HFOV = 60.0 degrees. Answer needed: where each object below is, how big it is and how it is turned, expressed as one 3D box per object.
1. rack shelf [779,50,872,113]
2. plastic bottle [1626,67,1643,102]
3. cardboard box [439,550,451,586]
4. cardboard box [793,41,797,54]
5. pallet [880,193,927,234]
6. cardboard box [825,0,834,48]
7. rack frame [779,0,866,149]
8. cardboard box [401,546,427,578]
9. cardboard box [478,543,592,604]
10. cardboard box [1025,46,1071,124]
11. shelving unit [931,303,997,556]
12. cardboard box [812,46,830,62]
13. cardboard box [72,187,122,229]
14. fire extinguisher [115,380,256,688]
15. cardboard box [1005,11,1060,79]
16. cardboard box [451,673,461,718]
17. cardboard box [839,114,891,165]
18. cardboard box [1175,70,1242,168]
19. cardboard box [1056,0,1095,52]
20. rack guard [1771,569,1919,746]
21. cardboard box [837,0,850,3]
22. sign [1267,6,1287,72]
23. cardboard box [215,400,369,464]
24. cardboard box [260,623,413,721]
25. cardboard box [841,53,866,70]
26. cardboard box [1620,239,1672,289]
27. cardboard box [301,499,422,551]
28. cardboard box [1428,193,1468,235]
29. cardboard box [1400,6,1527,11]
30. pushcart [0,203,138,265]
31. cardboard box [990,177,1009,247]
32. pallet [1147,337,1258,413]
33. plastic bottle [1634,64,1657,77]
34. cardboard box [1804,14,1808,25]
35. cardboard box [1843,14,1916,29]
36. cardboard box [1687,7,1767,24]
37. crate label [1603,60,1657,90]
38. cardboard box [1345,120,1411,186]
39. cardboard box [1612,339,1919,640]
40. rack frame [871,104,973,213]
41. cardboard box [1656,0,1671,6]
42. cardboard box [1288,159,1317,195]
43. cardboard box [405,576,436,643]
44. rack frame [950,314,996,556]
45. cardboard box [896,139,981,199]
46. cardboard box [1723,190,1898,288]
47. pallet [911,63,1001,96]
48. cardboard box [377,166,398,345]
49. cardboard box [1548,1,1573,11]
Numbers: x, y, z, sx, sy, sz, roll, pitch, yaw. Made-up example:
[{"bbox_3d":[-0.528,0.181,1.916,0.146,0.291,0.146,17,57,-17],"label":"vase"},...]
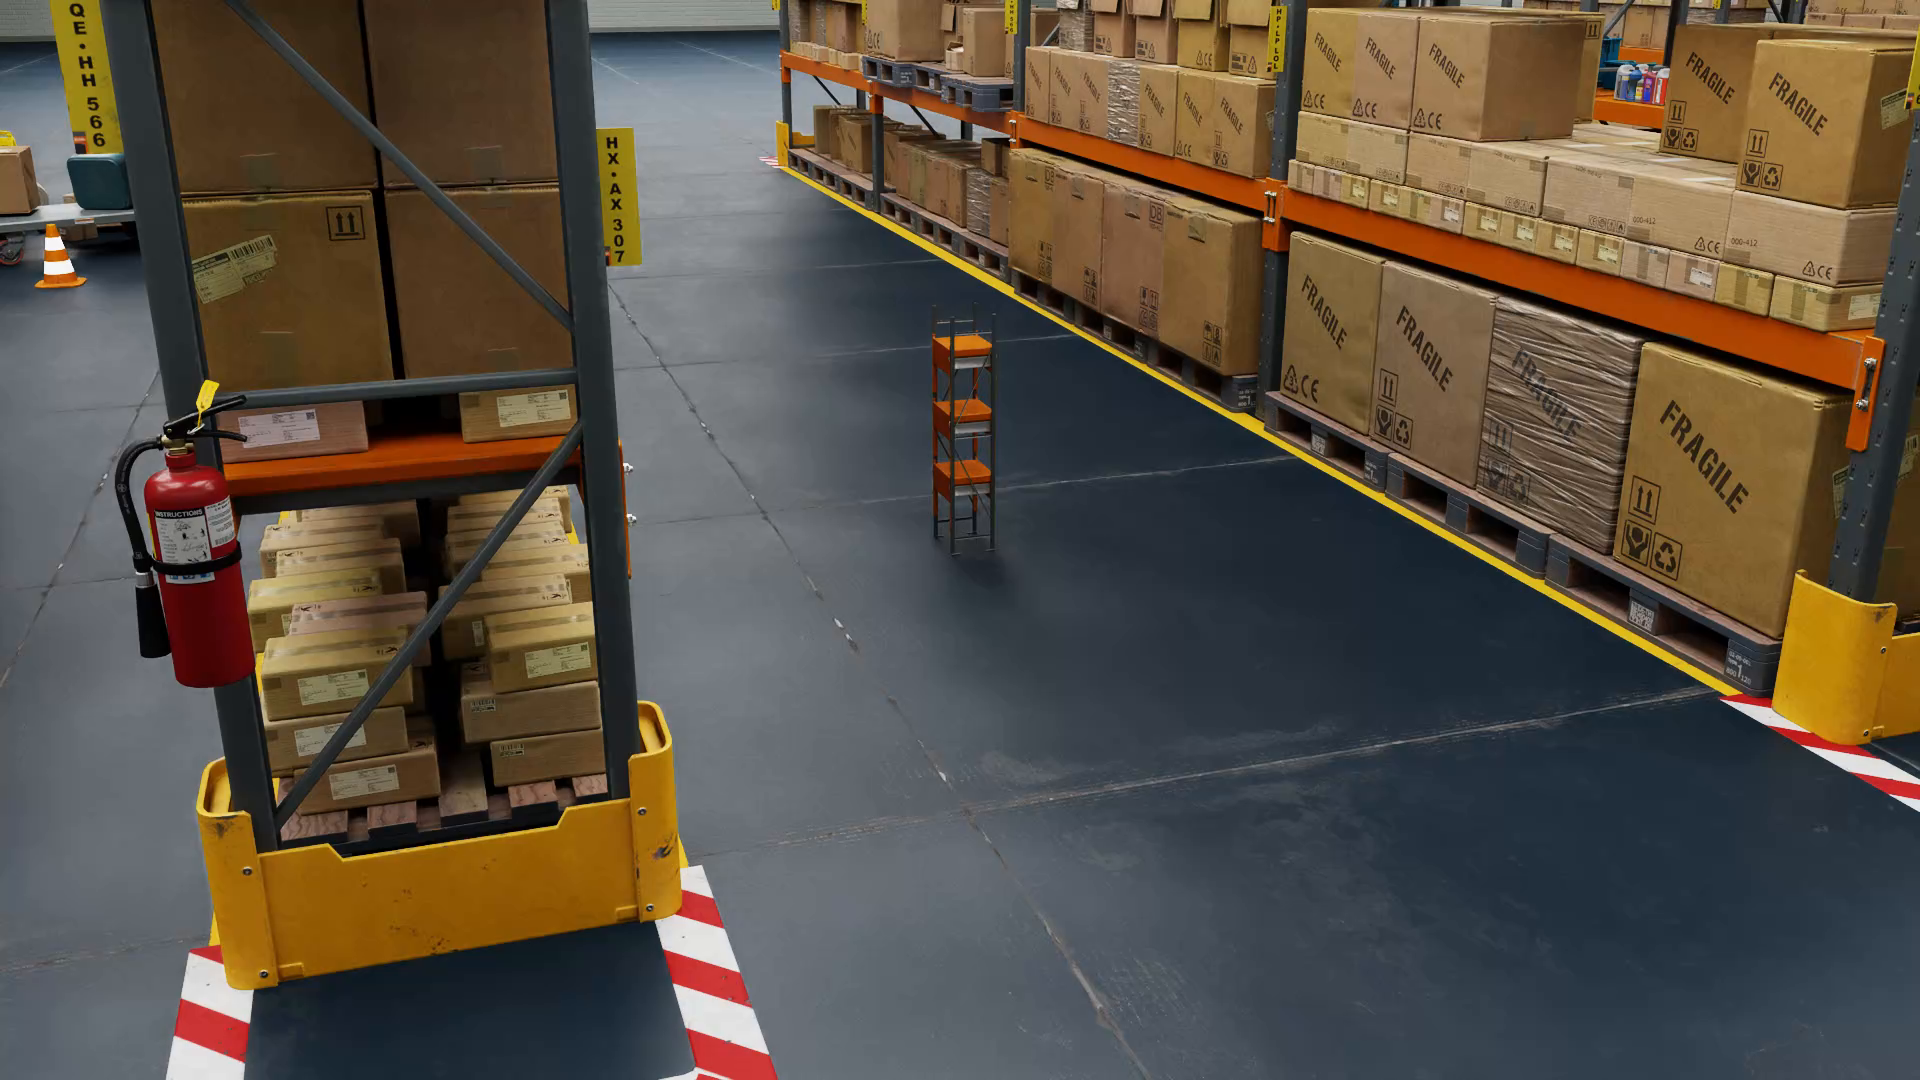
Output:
[{"bbox_3d":[-0.996,-5.002,17.969,1.077,0.370,4.000,-6,21,-17],"label":"rack shelf"},{"bbox_3d":[5.431,-3.667,13.380,0.097,0.271,0.097,0,20,0],"label":"plastic bottle"},{"bbox_3d":[-1.602,0.123,5.792,0.380,0.149,0.250,-7,21,-20],"label":"cardboard box"},{"bbox_3d":[-1.701,-5.665,19.123,0.380,0.149,0.250,-6,21,-17],"label":"cardboard box"},{"bbox_3d":[-0.122,-3.137,15.837,1.003,0.211,1.213,-6,21,-17],"label":"pallet"},{"bbox_3d":[-0.945,-5.516,17.747,0.875,0.500,0.500,-6,21,-17],"label":"cardboard box"},{"bbox_3d":[-1.625,-5.982,19.635,1.000,3.000,0.127,-6,21,-17],"label":"rack frame"},{"bbox_3d":[-2.183,0.146,6.168,0.380,0.149,0.250,-6,21,-16],"label":"cardboard box"},{"bbox_3d":[-1.337,0.136,5.315,0.380,0.149,0.250,-6,21,-17],"label":"cardboard box"},{"bbox_3d":[0.784,-3.277,11.955,0.500,0.500,0.500,-6,21,-16],"label":"cardboard box"},{"bbox_3d":[0.017,-0.477,7.191,0.215,1.050,0.252,-6,21,-17],"label":"shelving unit"},{"bbox_3d":[-1.382,-5.256,17.983,0.380,0.149,0.250,-6,21,-17],"label":"cardboard box"},{"bbox_3d":[-7.775,-3.225,15.449,0.797,0.637,0.503,-6,21,-17],"label":"cardboard box"},{"bbox_3d":[-1.695,-0.012,3.677,0.296,0.674,0.183,-6,21,-17],"label":"fire extinguisher"},{"bbox_3d":[0.682,-3.829,12.870,0.500,0.500,0.500,-9,22,-24],"label":"cardboard box"},{"bbox_3d":[-1.442,0.434,5.366,0.380,0.149,0.250,-6,21,-17],"label":"cardboard box"},{"bbox_3d":[-1.045,-4.410,18.334,0.500,0.500,0.500,-4,20,-12],"label":"cardboard box"},{"bbox_3d":[1.592,-2.459,9.678,0.500,0.500,0.500,-6,21,-16],"label":"cardboard box"},{"bbox_3d":[1.104,-3.698,11.643,0.797,0.503,0.637,-6,21,-15],"label":"cardboard box"},{"bbox_3d":[3.412,0.336,5.741,1.175,0.500,0.348,-6,21,-17],"label":"rack guard"},{"bbox_3d":[-0.929,-5.632,16.592,0.500,0.500,0.500,-6,21,-17],"label":"cardboard box"},{"bbox_3d":[1.635,-2.578,8.562,0.100,0.325,0.005,-6,21,-17],"label":"sign"},{"bbox_3d":[-1.707,-0.310,4.213,0.380,0.149,0.250,-6,21,-17],"label":"cardboard box"},{"bbox_3d":[-1.743,0.368,4.671,0.380,0.149,0.250,-6,21,-17],"label":"cardboard box"},{"bbox_3d":[-0.990,-4.854,16.866,0.380,0.149,0.250,-6,21,-17],"label":"cardboard box"},{"bbox_3d":[2.740,-1.053,6.284,0.380,0.149,0.250,-6,21,-16],"label":"cardboard box"},{"bbox_3d":[-2.106,-0.055,5.848,0.380,0.149,0.250,-7,21,-19],"label":"cardboard box"},{"bbox_3d":[2.332,-1.467,7.435,0.380,0.149,0.250,-6,21,-17],"label":"cardboard box"},{"bbox_3d":[2.545,-2.435,8.430,0.500,0.500,0.500,-6,21,-16],"label":"cardboard box"},{"bbox_3d":[-7.627,-2.670,14.292,1.648,0.377,0.936,-15,25,-36],"label":"pushcart"},{"bbox_3d":[0.660,-2.659,13.428,0.700,0.500,0.500,-8,21,-20],"label":"cardboard box"},{"bbox_3d":[1.833,-1.059,10.052,1.003,0.211,1.213,-6,21,-17],"label":"pallet"},{"bbox_3d":[5.565,-3.726,13.536,0.152,0.276,0.135,-6,21,-17],"label":"plastic bottle"},{"bbox_3d":[12.334,-7.310,23.522,0.500,0.250,0.500,-7,21,-19],"label":"cardboard box"},{"bbox_3d":[9.587,-5.219,17.362,0.500,0.500,0.500,-6,21,-17],"label":"cardboard box"},{"bbox_3d":[8.892,-5.939,19.366,0.700,0.500,0.500,-7,21,-19],"label":"cardboard box"},{"bbox_3d":[5.815,-4.038,14.468,0.303,0.233,0.416,-6,21,-17],"label":"crate label"},{"bbox_3d":[2.197,-1.862,7.945,0.500,0.250,0.500,-6,21,-17],"label":"cardboard box"},{"bbox_3d":[3.127,-0.242,6.176,0.875,0.875,0.875,-6,21,-17],"label":"cardboard box"},{"bbox_3d":[-0.368,-4.699,16.061,1.000,3.000,0.127,-6,21,-17],"label":"rack frame"},{"bbox_3d":[8.505,-6.414,19.730,0.380,0.149,0.250,-6,21,-17],"label":"cardboard box"},{"bbox_3d":[1.924,-1.883,8.593,0.380,0.149,0.250,-6,21,-17],"label":"cardboard box"},{"bbox_3d":[-1.925,0.248,5.445,0.380,0.149,0.250,-7,21,-18],"label":"cardboard box"},{"bbox_3d":[0.055,-0.438,7.082,0.200,1.050,0.008,-6,21,-17],"label":"rack frame"},{"bbox_3d":[-0.195,-3.530,15.854,0.700,0.500,0.500,-8,21,-21],"label":"cardboard box"},{"bbox_3d":[3.000,-1.045,5.669,0.500,0.250,0.500,-7,21,-18],"label":"cardboard box"},{"bbox_3d":[0.228,-3.956,14.276,1.003,0.211,1.213,-6,21,-17],"label":"pallet"},{"bbox_3d":[-1.879,-0.823,4.683,0.500,0.500,0.500,-7,21,-18],"label":"cardboard box"},{"bbox_3d":[8.085,-6.762,21.656,0.700,0.500,0.500,-6,21,-16],"label":"cardboard box"}]
